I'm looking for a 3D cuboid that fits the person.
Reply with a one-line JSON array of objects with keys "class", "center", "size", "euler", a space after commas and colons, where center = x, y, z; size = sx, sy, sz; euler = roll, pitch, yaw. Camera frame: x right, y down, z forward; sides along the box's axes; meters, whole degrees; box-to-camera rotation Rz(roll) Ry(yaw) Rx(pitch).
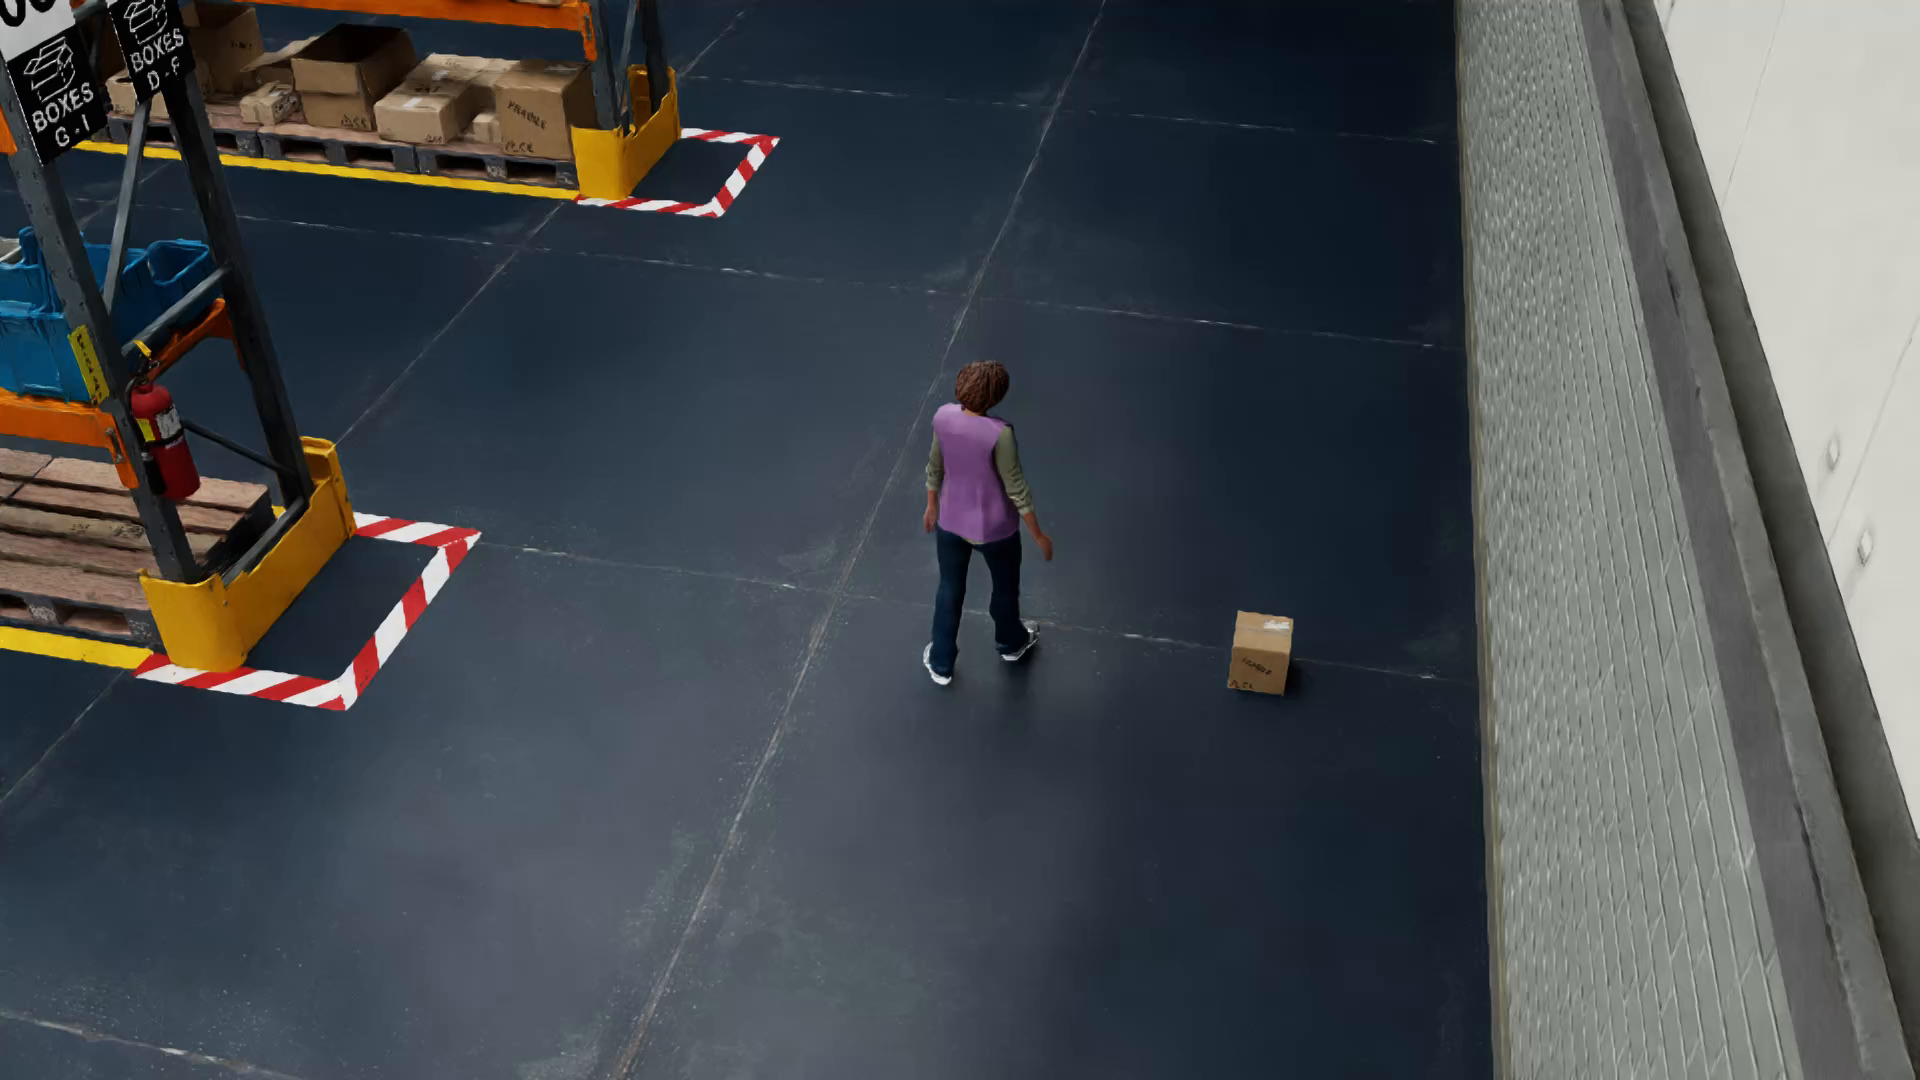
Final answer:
[{"class": "person", "center": [0.136, -0.089, 7.056], "size": [0.604, 1.591, 0.572], "euler": [18, 41, 22]}]
